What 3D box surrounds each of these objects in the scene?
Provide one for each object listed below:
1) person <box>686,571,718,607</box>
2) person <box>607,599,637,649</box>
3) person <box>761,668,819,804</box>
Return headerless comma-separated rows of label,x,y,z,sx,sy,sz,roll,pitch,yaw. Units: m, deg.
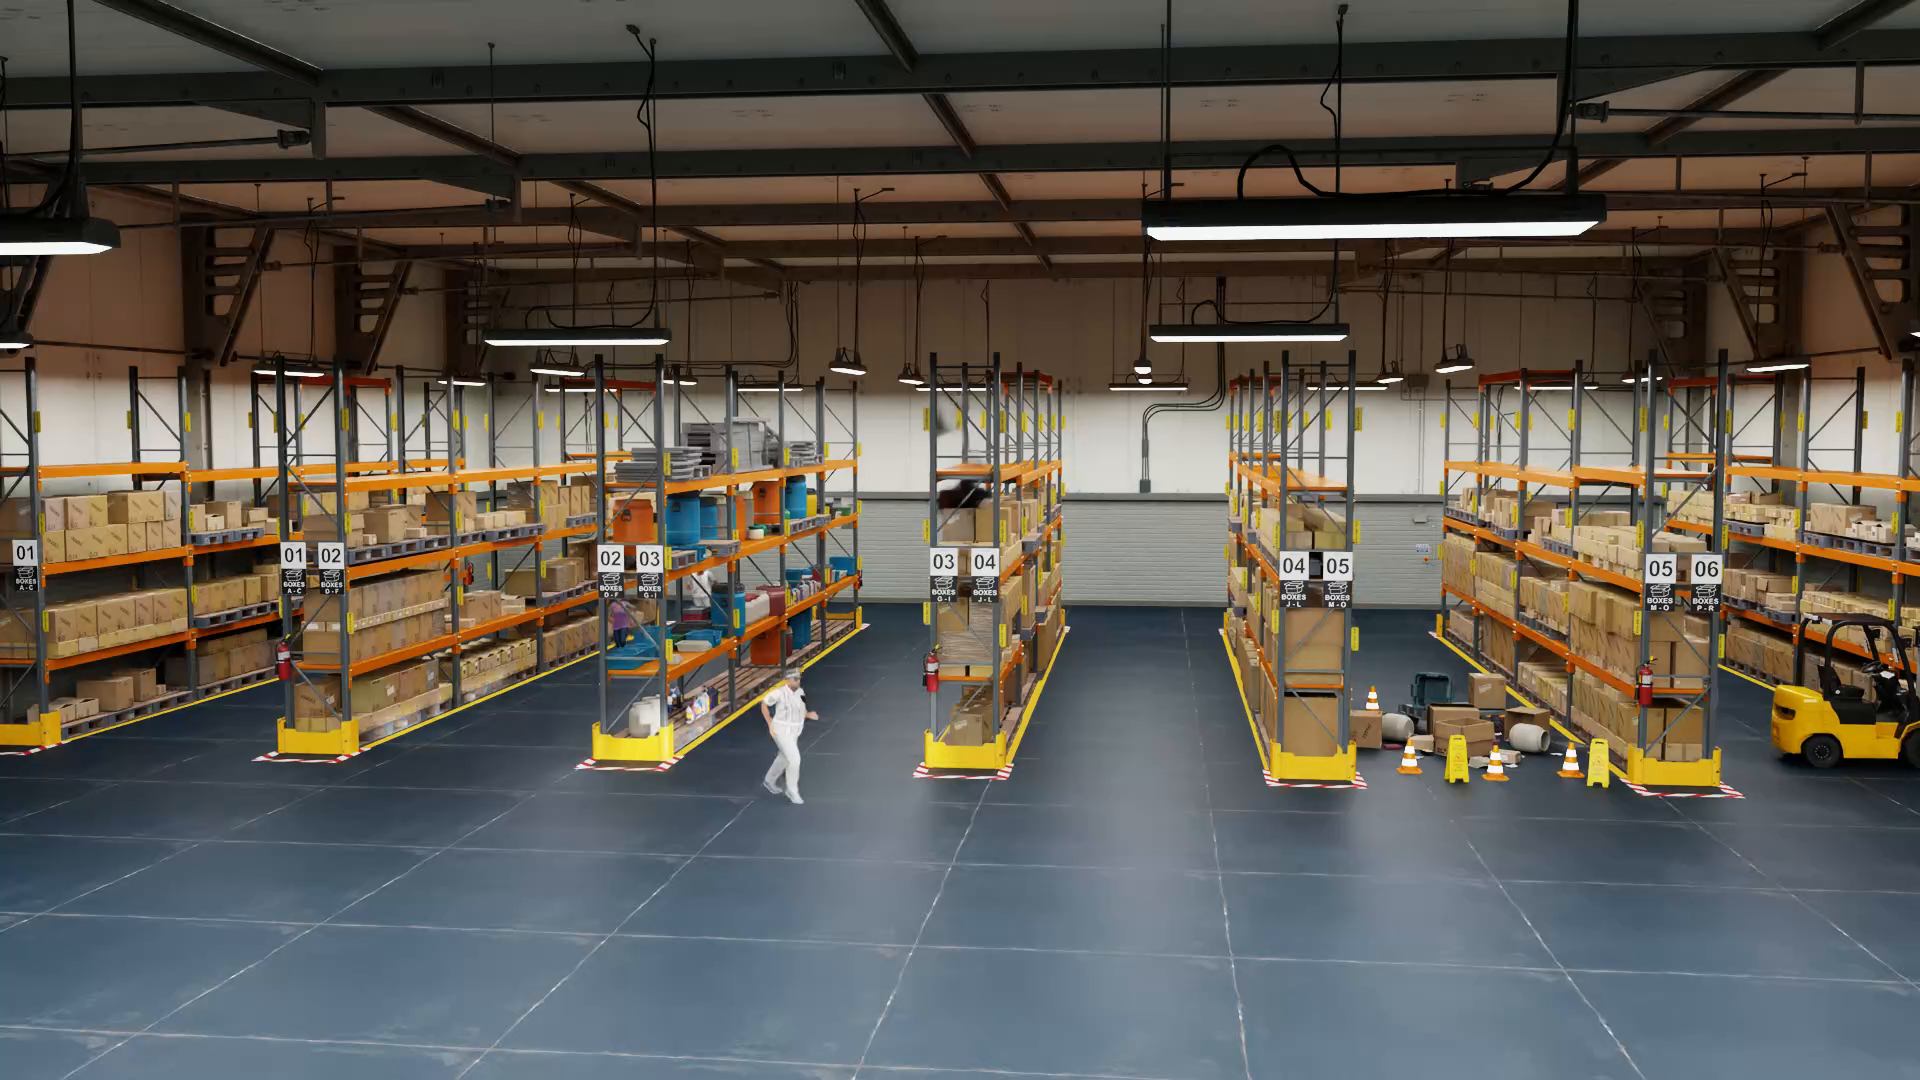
person,-6.146,1.354,39.497,0.730,1.725,0.531,0,4,0
person,-6.890,1.804,33.831,0.550,1.559,0.795,0,4,4
person,-2.281,2.589,22.045,0.895,1.838,0.589,2,5,29
